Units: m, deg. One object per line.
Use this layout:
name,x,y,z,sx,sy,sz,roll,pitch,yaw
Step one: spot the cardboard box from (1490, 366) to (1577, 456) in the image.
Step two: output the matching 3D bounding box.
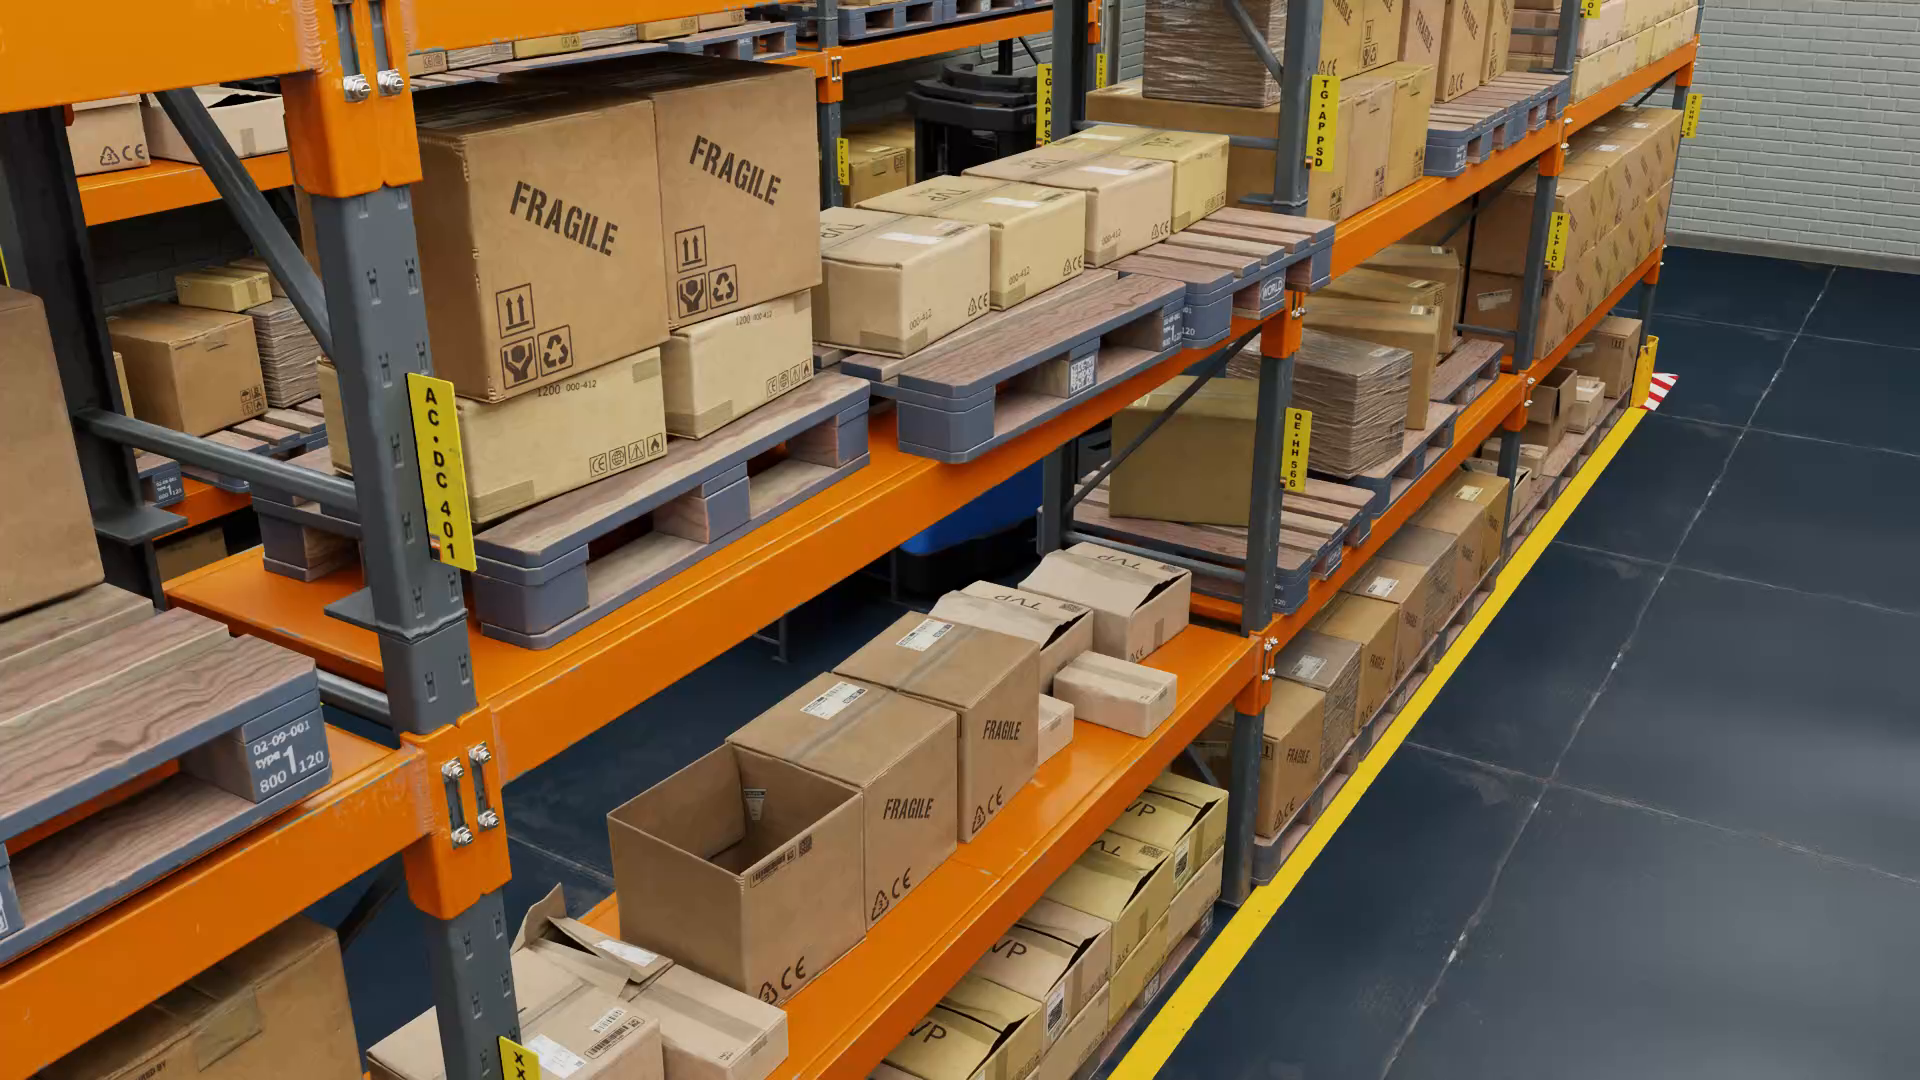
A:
cardboard box,3.895,-0.965,11.791,0.797,0.503,0.637,14,27,29

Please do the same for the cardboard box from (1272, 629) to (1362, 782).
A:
cardboard box,1.553,0.751,7.833,0.500,0.500,0.500,13,27,27

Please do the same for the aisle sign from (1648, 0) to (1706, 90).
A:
aisle sign,5.315,-3.775,12.422,0.394,0.787,0.004,14,27,29

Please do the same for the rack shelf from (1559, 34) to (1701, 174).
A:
rack shelf,3.964,-2.994,11.021,1.077,0.370,4.000,14,27,29

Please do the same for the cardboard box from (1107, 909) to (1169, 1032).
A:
cardboard box,0.459,1.550,6.327,0.500,0.250,0.500,14,27,28

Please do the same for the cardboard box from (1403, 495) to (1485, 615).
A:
cardboard box,2.624,0.064,9.419,0.500,0.500,0.500,14,27,29

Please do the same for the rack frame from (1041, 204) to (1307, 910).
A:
rack frame,0.799,0.077,6.796,1.000,3.000,0.127,14,27,29

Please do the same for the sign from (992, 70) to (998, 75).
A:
sign,0.340,-4.212,15.514,0.100,0.325,0.005,14,27,29

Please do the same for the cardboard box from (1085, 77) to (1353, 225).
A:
cardboard box,1.000,-1.500,6.537,0.910,0.500,0.500,14,27,29

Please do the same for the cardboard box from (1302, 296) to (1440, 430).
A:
cardboard box,2.029,-0.902,8.404,0.700,0.500,0.500,7,24,16

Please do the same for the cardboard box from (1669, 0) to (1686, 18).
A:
cardboard box,4.701,-3.765,11.454,0.500,0.250,0.500,14,27,29

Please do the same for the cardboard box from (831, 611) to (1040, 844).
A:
cardboard box,-0.073,0.601,5.460,0.500,0.500,0.500,12,26,26

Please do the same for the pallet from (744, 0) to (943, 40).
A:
pallet,-0.861,-3.920,12.365,1.003,0.211,1.213,14,27,29

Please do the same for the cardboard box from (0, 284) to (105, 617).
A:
cardboard box,-1.801,-0.138,2.686,0.500,0.500,0.500,16,28,33

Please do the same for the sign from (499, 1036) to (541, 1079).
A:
sign,-0.839,1.109,3.223,0.100,0.325,0.005,14,27,29

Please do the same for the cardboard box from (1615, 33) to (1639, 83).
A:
cardboard box,3.907,-3.029,10.385,0.500,0.250,0.500,14,27,29

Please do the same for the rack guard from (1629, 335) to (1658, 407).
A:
rack guard,4.978,-1.450,13.471,1.175,0.500,0.348,14,27,29

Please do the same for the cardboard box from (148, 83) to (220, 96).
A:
cardboard box,-3.987,-2.197,8.122,0.500,0.500,0.500,14,27,29

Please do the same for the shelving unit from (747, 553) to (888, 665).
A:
shelving unit,-0.924,-0.227,9.386,0.538,1.500,1.048,14,27,29

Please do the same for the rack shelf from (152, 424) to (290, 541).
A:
rack shelf,-4.467,0.045,7.775,1.077,0.370,4.000,14,27,29

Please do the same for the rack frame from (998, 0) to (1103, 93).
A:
rack frame,0.808,-3.660,15.429,1.000,3.000,0.127,14,27,29

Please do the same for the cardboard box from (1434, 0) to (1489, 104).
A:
cardboard box,2.247,-2.549,8.307,0.600,0.600,0.600,14,27,28

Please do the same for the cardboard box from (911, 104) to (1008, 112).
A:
cardboard box,0.173,-3.375,14.394,0.980,0.700,0.700,14,27,29

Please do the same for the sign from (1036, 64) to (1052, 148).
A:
sign,0.339,-1.651,6.362,0.100,0.325,0.005,14,27,29

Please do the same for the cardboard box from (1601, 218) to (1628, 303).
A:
cardboard box,4.209,-1.948,11.347,0.500,0.500,0.500,13,27,28

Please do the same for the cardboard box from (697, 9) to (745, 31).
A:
cardboard box,-1.859,-3.660,10.974,0.700,0.500,0.500,12,26,26

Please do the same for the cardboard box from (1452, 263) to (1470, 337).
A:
cardboard box,2.954,-1.541,10.409,0.500,0.500,0.500,14,27,30

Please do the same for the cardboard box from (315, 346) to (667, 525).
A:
cardboard box,-0.978,-0.279,3.504,0.500,0.250,0.500,17,29,34

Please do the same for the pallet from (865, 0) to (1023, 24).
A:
pallet,-0.217,-4.330,13.312,1.003,0.211,1.213,14,27,29

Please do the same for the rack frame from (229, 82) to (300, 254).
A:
rack frame,-3.412,-0.960,9.191,1.000,3.000,0.127,14,27,29

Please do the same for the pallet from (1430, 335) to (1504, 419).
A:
pallet,2.394,-0.938,9.383,1.003,0.211,1.213,14,27,29

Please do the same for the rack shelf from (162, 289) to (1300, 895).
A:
rack shelf,-0.256,-0.294,4.784,1.077,0.370,4.000,14,27,29

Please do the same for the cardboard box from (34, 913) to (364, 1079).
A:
cardboard box,-1.540,0.937,3.051,0.700,0.500,0.500,14,27,29

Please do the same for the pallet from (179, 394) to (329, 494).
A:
pallet,-3.697,-0.609,8.622,1.213,0.211,1.003,14,27,29

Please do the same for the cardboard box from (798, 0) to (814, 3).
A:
cardboard box,-1.140,-4.136,12.288,0.500,0.250,0.500,14,27,29

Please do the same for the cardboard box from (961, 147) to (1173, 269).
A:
cardboard box,0.346,-1.078,5.348,0.500,0.250,0.500,15,27,30

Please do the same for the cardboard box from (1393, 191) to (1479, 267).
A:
cardboard box,2.955,-2.003,10.216,0.500,0.500,0.500,14,27,29

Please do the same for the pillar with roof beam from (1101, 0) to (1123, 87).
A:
pillar with roof beam,5.155,-6.603,14.677,9.100,9.000,0.400,14,27,29

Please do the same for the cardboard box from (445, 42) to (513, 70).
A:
cardboard box,-2.970,-2.950,9.333,0.700,0.500,0.500,12,26,26

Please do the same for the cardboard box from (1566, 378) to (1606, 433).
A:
cardboard box,4.414,-1.014,12.223,0.500,0.250,0.500,14,27,29

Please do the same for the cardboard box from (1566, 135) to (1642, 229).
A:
cardboard box,4.211,-2.400,11.134,0.500,0.500,0.500,15,27,31

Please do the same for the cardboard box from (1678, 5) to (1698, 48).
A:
cardboard box,4.971,-3.702,11.939,0.500,0.250,0.500,14,27,29

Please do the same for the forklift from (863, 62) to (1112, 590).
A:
forklift,0.574,-1.489,10.500,3.031,2.935,1.130,-16,28,-32

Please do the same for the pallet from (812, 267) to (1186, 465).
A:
pallet,-0.071,-0.587,4.792,1.003,0.211,1.213,15,28,31

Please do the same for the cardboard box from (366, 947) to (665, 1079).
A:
cardboard box,-1.089,1.321,4.113,0.500,0.250,0.500,16,28,32

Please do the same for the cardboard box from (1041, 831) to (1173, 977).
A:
cardboard box,0.463,1.294,6.212,0.500,0.311,0.500,13,27,28

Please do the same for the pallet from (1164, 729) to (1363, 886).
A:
pallet,1.225,1.113,7.914,1.003,0.211,1.213,14,27,29

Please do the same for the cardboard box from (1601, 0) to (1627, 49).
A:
cardboard box,3.638,-3.091,9.899,0.500,0.250,0.500,14,27,29

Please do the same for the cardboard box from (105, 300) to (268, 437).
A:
cardboard box,-3.923,-0.853,8.264,0.700,0.500,0.500,11,26,24
